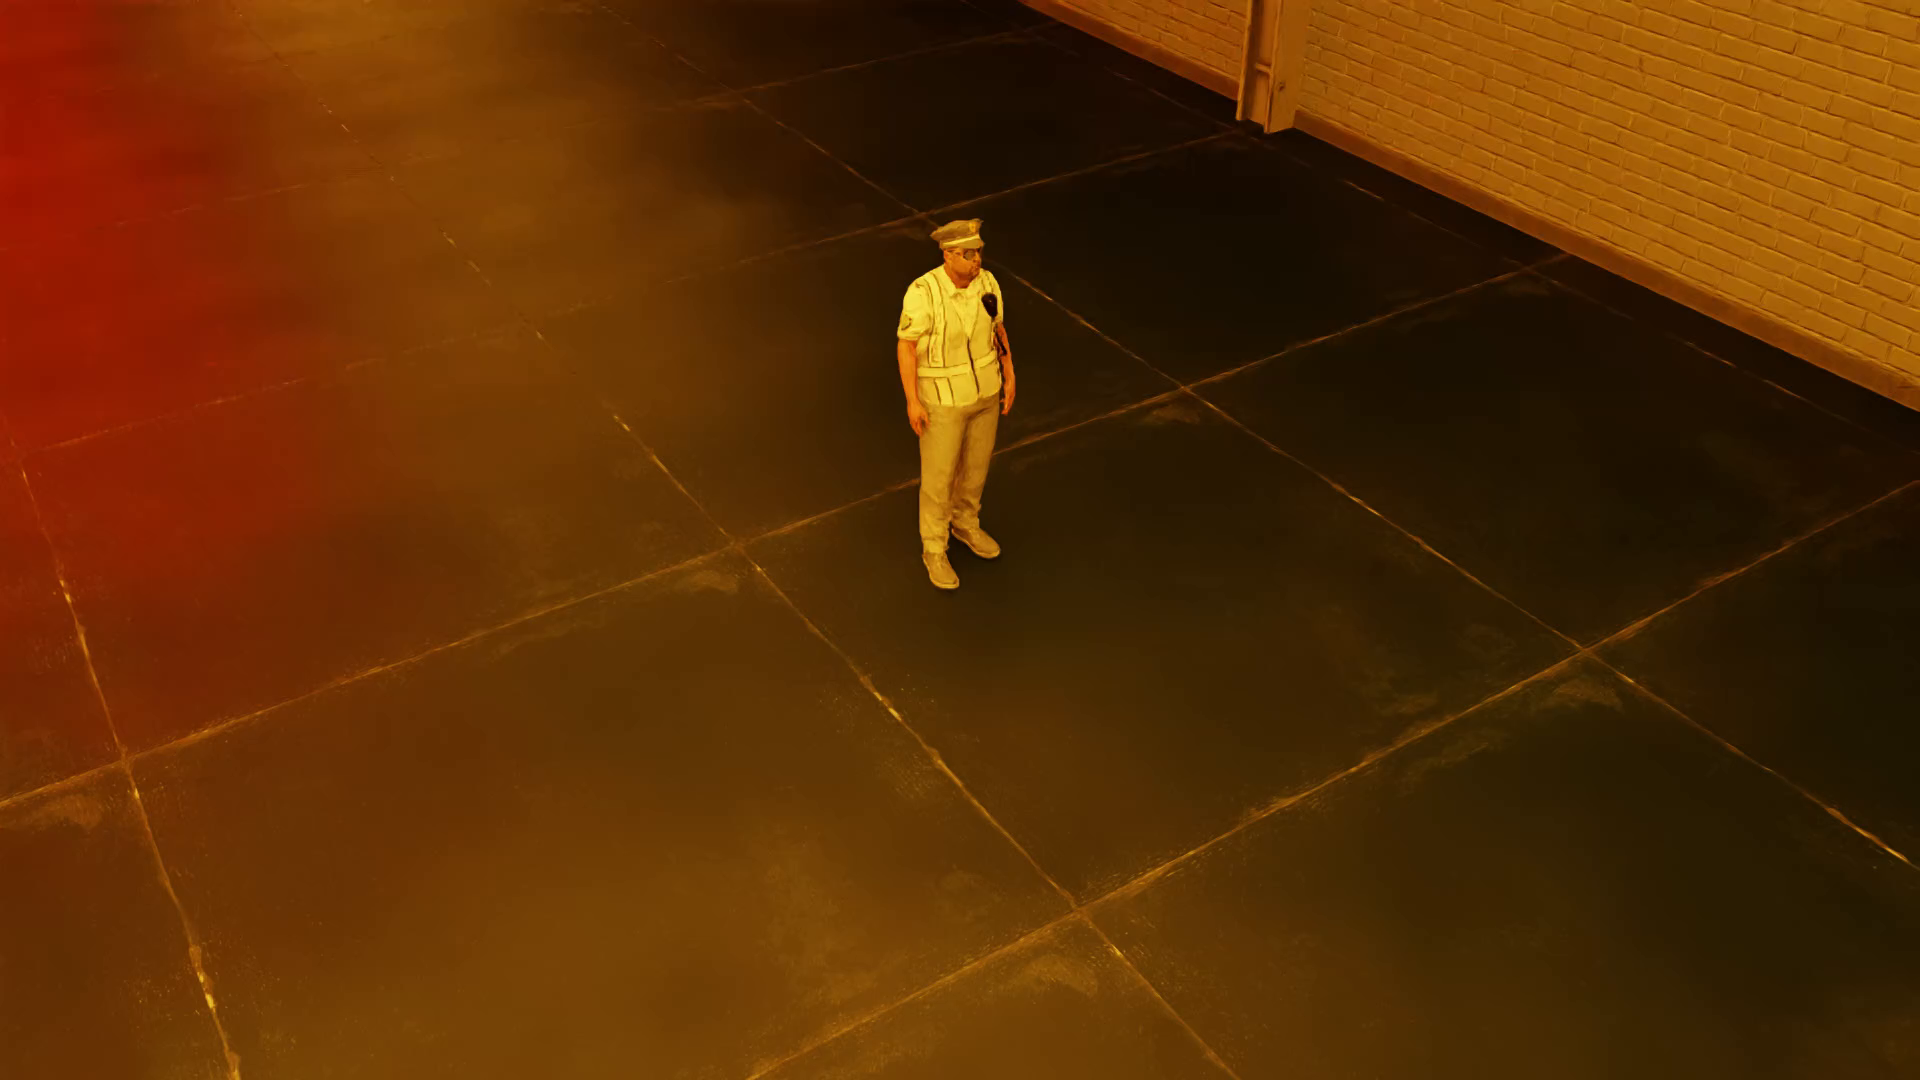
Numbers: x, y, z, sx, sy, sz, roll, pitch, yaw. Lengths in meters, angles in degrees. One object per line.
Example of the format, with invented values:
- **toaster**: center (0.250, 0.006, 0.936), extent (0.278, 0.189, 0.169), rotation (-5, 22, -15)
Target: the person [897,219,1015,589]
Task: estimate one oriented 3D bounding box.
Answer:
- **person**: center (0.033, -0.695, 8.121), extent (0.640, 1.781, 0.574), rotation (-21, 40, -27)
